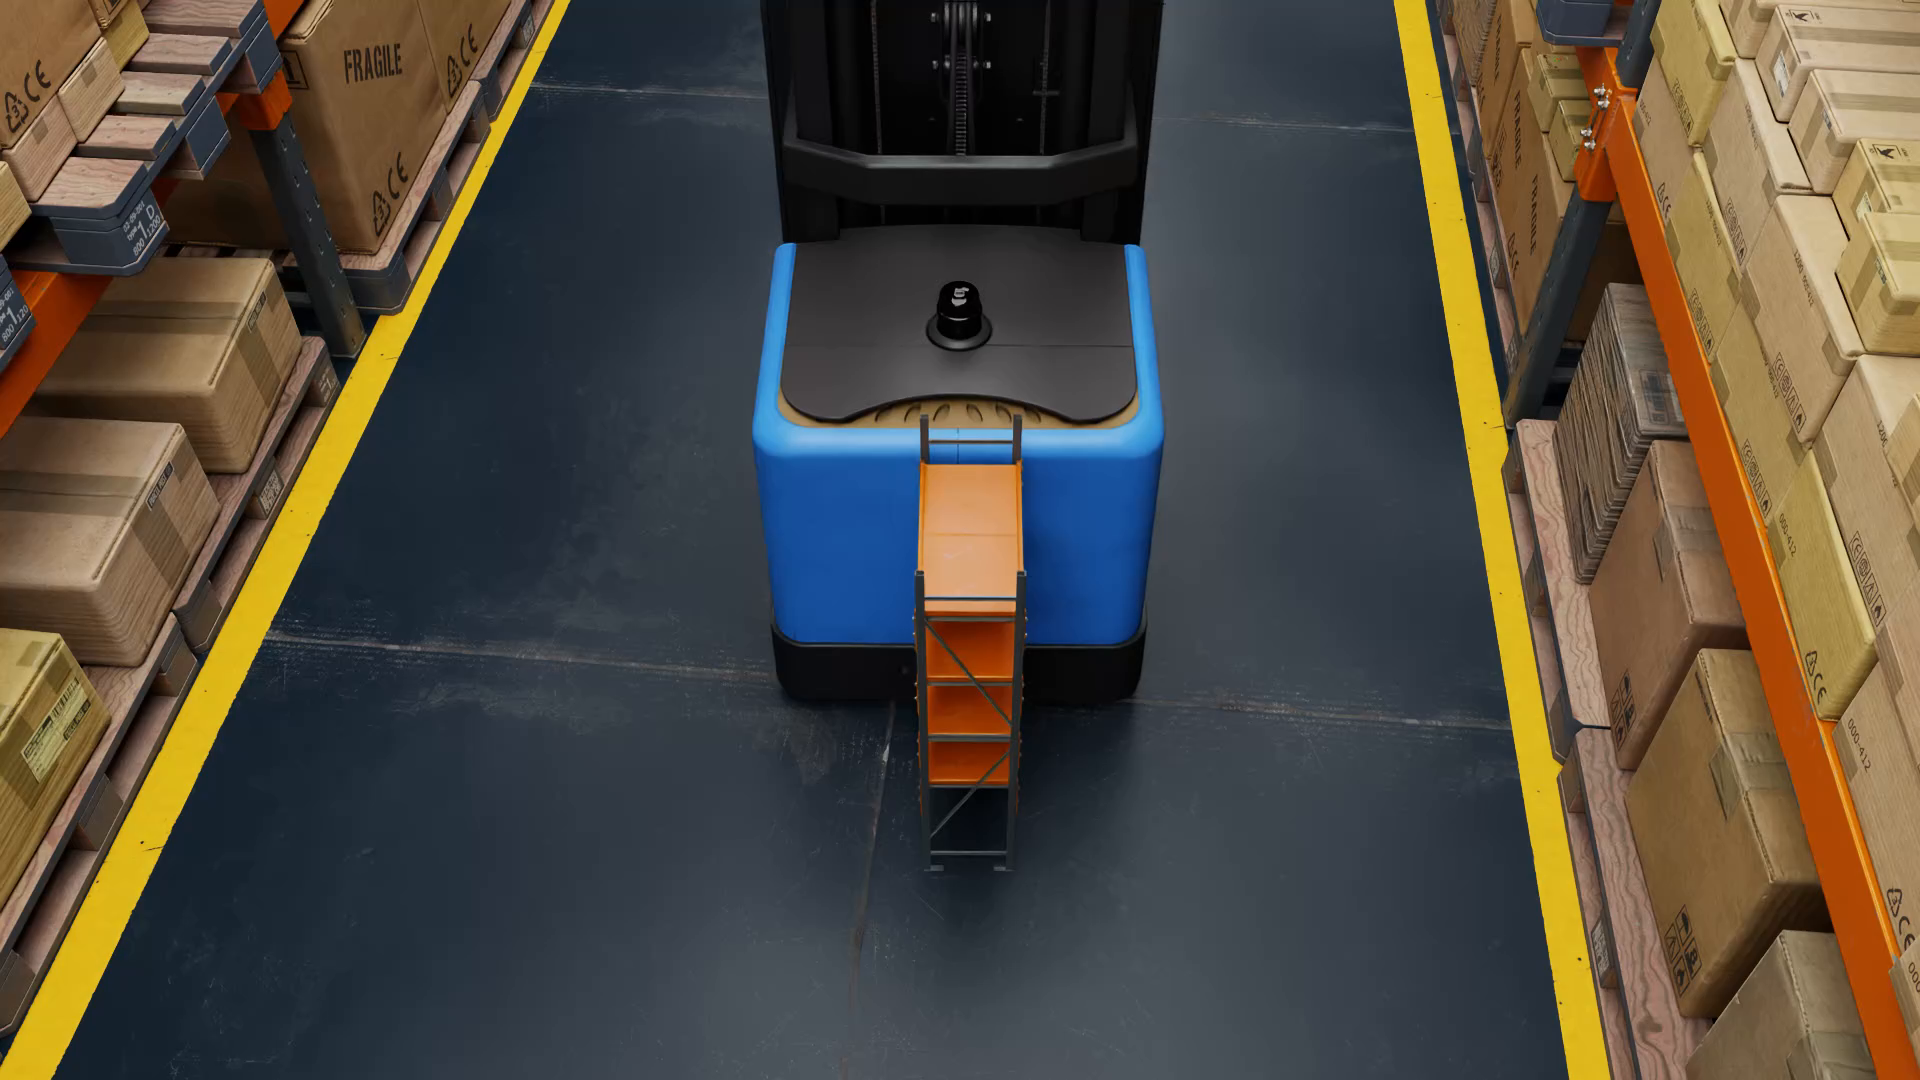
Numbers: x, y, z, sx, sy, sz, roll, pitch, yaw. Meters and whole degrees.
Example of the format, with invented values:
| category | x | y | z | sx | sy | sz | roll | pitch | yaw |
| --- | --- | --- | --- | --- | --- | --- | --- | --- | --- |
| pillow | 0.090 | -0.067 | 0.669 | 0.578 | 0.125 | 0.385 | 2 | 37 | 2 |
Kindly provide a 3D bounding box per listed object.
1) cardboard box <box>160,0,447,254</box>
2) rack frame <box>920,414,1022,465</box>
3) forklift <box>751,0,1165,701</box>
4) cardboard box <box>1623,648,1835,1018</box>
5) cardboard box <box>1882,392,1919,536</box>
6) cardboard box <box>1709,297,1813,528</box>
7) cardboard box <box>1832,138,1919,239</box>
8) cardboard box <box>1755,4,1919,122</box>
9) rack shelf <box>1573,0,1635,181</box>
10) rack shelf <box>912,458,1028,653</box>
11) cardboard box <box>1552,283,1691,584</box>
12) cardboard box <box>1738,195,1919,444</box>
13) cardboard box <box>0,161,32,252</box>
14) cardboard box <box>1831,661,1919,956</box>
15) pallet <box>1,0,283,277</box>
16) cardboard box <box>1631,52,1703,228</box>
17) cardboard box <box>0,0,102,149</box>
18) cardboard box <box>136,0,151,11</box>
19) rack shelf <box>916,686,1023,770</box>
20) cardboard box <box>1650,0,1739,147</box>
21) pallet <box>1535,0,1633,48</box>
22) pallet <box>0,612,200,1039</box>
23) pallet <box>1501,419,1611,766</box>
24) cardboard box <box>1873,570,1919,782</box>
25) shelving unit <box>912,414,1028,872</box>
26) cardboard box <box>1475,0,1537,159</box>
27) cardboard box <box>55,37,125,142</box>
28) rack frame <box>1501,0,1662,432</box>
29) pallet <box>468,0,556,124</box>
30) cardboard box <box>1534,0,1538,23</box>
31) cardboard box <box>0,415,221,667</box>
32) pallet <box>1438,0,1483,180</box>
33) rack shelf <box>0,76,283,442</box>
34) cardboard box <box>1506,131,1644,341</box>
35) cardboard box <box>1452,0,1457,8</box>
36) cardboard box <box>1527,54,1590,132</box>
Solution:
| category | x | y | z | sx | sy | sz | roll | pitch | yaw |
| --- | --- | --- | --- | --- | --- | --- | --- | --- | --- |
| cardboard box | -2.462 | -1.645 | 5.877 | 0.875 | 0.875 | 0.875 | 3 | 48 | 3 |
| rack frame | 0.026 | 0.116 | 4.331 | 0.240 | 1.200 | 0.015 | 0 | 48 | 0 |
| forklift | 0.006 | -1.602 | 4.729 | 1.130 | 2.935 | 3.031 | 0 | 48 | 0 |
| cardboard box | 2.153 | 0.705 | 3.897 | 0.875 | 0.625 | 0.625 | 2 | 48 | 2 |
| cardboard box | 1.816 | -0.108 | 2.808 | 0.380 | 0.149 | 0.250 | 3 | 48 | 2 |
| cardboard box | 1.962 | -0.279 | 3.574 | 0.500 | 0.250 | 0.500 | 2 | 48 | 2 |
| cardboard box | 1.988 | -0.659 | 3.313 | 0.380 | 0.149 | 0.250 | 4 | 48 | 4 |
| cardboard box | 1.993 | -1.039 | 3.660 | 0.380 | 0.149 | 0.250 | 5 | 48 | 5 |
| rack shelf | 2.518 | -2.614 | 6.096 | 1.077 | 0.370 | 4.000 | 4 | 48 | 4 |
| rack shelf | 0.024 | 0.030 | 3.877 | 0.258 | 0.148 | 0.480 | 0 | 48 | 0 |
| cardboard box | 2.266 | -0.270 | 4.789 | 0.875 | 0.625 | 0.625 | 5 | 48 | 5 |
| cardboard box | 1.940 | -0.445 | 3.387 | 0.500 | 0.250 | 0.500 | 3 | 48 | 3 |
| cardboard box | -2.376 | -0.741 | 3.781 | 0.380 | 0.149 | 0.250 | 5 | 48 | 4 |
| cardboard box | 1.873 | 0.482 | 2.878 | 0.500 | 0.250 | 0.500 | 4 | 48 | 4 |
| pallet | -2.566 | -1.123 | 4.374 | 1.213 | 0.211 | 1.003 | 4 | 48 | 4 |
| cardboard box | 2.052 | -1.027 | 4.258 | 0.500 | 0.250 | 0.500 | 4 | 48 | 4 |
| cardboard box | -2.408 | -1.261 | 3.817 | 0.500 | 0.500 | 0.500 | 3 | 48 | 3 |
| cardboard box | -2.403 | -1.519 | 4.492 | 0.380 | 0.149 | 0.250 | 5 | 48 | 5 |
| rack shelf | 0.024 | 0.341 | 4.216 | 0.258 | 0.148 | 0.480 | 0 | 48 | 0 |
| cardboard box | 2.027 | -1.198 | 4.076 | 0.500 | 0.250 | 0.500 | 4 | 48 | 3 |
| pallet | 2.328 | -1.826 | 5.017 | 1.213 | 0.211 | 1.003 | 4 | 48 | 4 |
| pallet | -2.794 | 0.691 | 4.475 | 1.003 | 0.211 | 1.213 | 4 | 48 | 4 |
| pallet | 2.222 | 0.156 | 4.964 | 1.003 | 0.211 | 1.213 | 4 | 48 | 4 |
| cardboard box | 1.854 | 0.302 | 2.704 | 0.500 | 0.250 | 0.500 | 5 | 48 | 4 |
| shelving unit | 0.024 | 0.296 | 4.167 | 0.258 | 1.200 | 0.503 | 0 | 48 | 0 |
| cardboard box | 2.262 | -1.763 | 6.239 | 0.500 | 0.500 | 0.500 | 6 | 48 | 5 |
| cardboard box | -2.334 | -1.129 | 4.135 | 0.380 | 0.149 | 0.250 | 4 | 48 | 3 |
| rack frame | 2.336 | -1.388 | 4.486 | 1.000 | 3.000 | 0.127 | 4 | 48 | 4 |
| pallet | -2.347 | -2.246 | 7.161 | 1.003 | 0.211 | 1.213 | 4 | 48 | 4 |
| cardboard box | 2.260 | -1.869 | 5.896 | 0.380 | 0.149 | 0.250 | 5 | 48 | 5 |
| cardboard box | -2.728 | -0.016 | 4.728 | 0.950 | 0.372 | 0.625 | 3 | 48 | 3 |
| pallet | 2.556 | -1.887 | 6.833 | 1.003 | 0.211 | 1.213 | 4 | 48 | 4 |
| rack shelf | -2.790 | -0.006 | 3.710 | 1.077 | 0.370 | 4.000 | 4 | 48 | 4 |
| cardboard box | 2.161 | -1.011 | 5.551 | 0.500 | 0.500 | 0.500 | 5 | 48 | 5 |
| cardboard box | 2.344 | -2.526 | 6.937 | 0.500 | 0.500 | 0.500 | 3 | 48 | 2 |
| cardboard box | 2.123 | -1.487 | 5.547 | 0.380 | 0.149 | 0.250 | 2 | 48 | 2 |
